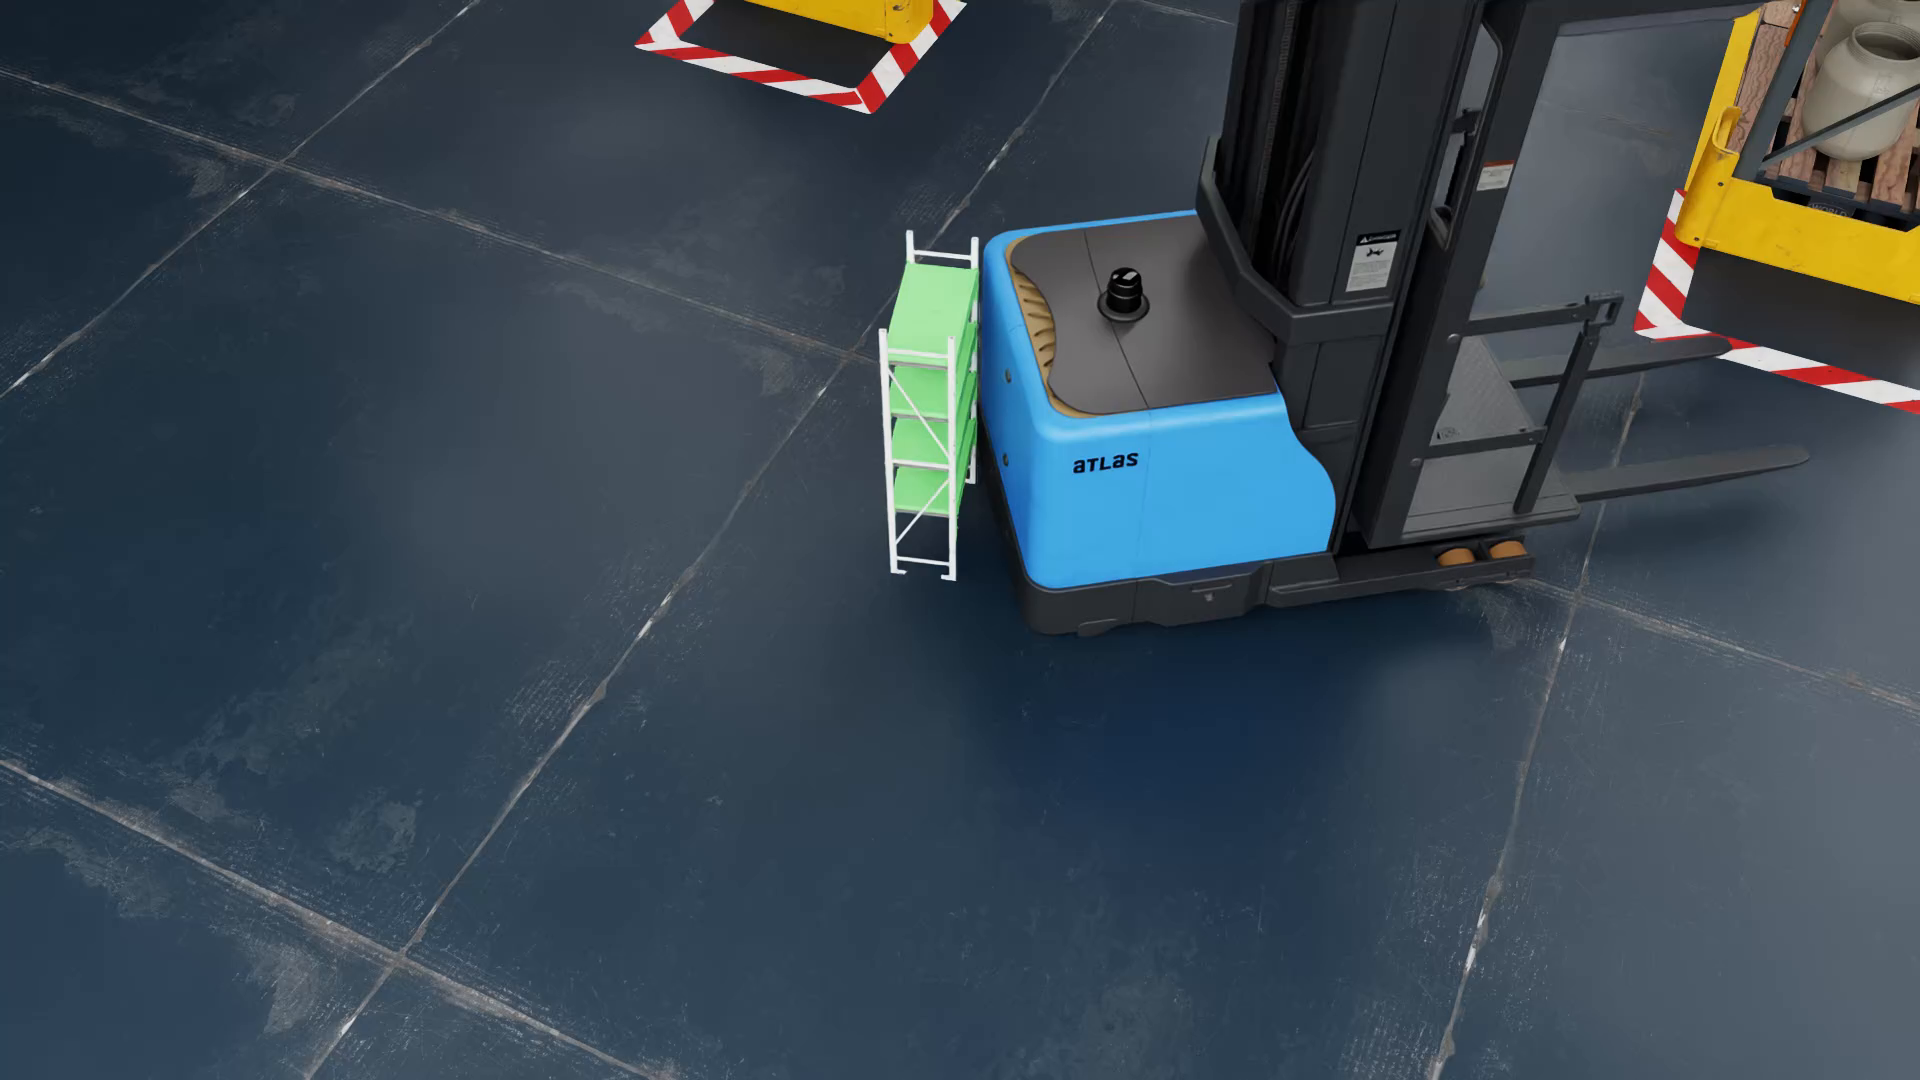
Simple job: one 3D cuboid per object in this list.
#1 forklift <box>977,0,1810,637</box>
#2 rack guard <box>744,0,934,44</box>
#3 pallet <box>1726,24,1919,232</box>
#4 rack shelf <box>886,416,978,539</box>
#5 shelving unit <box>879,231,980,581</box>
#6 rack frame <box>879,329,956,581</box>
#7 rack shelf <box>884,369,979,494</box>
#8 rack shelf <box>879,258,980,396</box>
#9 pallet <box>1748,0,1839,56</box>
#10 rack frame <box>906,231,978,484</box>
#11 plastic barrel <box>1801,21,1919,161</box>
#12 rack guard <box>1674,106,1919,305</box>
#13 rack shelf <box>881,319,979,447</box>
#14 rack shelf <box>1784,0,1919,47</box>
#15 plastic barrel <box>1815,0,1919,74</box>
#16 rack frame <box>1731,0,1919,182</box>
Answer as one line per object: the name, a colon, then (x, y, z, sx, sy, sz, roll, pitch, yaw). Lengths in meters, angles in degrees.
forklift: (1.634, -1.155, 5.308, 3.031, 2.935, 1.130, -8, 50, -7)
rack guard: (-0.716, -2.952, 8.433, 1.175, 0.500, 0.348, 20, 52, 16)
pallet: (4.113, -1.886, 7.716, 1.003, 0.211, 1.213, 20, 52, 16)
rack shelf: (-0.097, -0.245, 6.070, 0.258, 0.148, 0.480, 7, 50, 6)
shelving unit: (-0.097, -0.442, 5.838, 0.258, 1.200, 0.503, 7, 50, 6)
rack frame: (-0.135, -0.258, 5.682, 0.240, 1.200, 0.015, 7, 50, 6)
rack shelf: (-0.097, -0.400, 5.887, 0.258, 0.148, 0.480, 7, 50, 6)
rack shelf: (-0.097, -0.711, 5.521, 0.258, 0.148, 0.480, 7, 50, 6)
pallet: (4.635, -2.723, 8.428, 1.003, 0.211, 1.213, 20, 52, 16)
rack frame: (-0.059, -0.625, 5.994, 0.240, 1.200, 0.015, 7, 50, 6)
plastic barrel: (3.983, -1.972, 7.316, 0.421, 0.512, 0.421, 0, 50, 0)
rack guard: (3.761, -1.422, 7.131, 1.175, 0.500, 0.348, 20, 52, 16)
rack shelf: (-0.097, -0.556, 5.704, 0.258, 0.148, 0.480, 7, 50, 6)
rack shelf: (4.625, -3.308, 7.568, 1.077, 0.370, 4.000, 20, 52, 16)
plastic barrel: (4.197, -2.317, 7.610, 0.421, 0.512, 0.421, 0, 50, 0)
rack frame: (3.771, -2.164, 6.122, 1.000, 3.000, 0.127, 20, 52, 16)
